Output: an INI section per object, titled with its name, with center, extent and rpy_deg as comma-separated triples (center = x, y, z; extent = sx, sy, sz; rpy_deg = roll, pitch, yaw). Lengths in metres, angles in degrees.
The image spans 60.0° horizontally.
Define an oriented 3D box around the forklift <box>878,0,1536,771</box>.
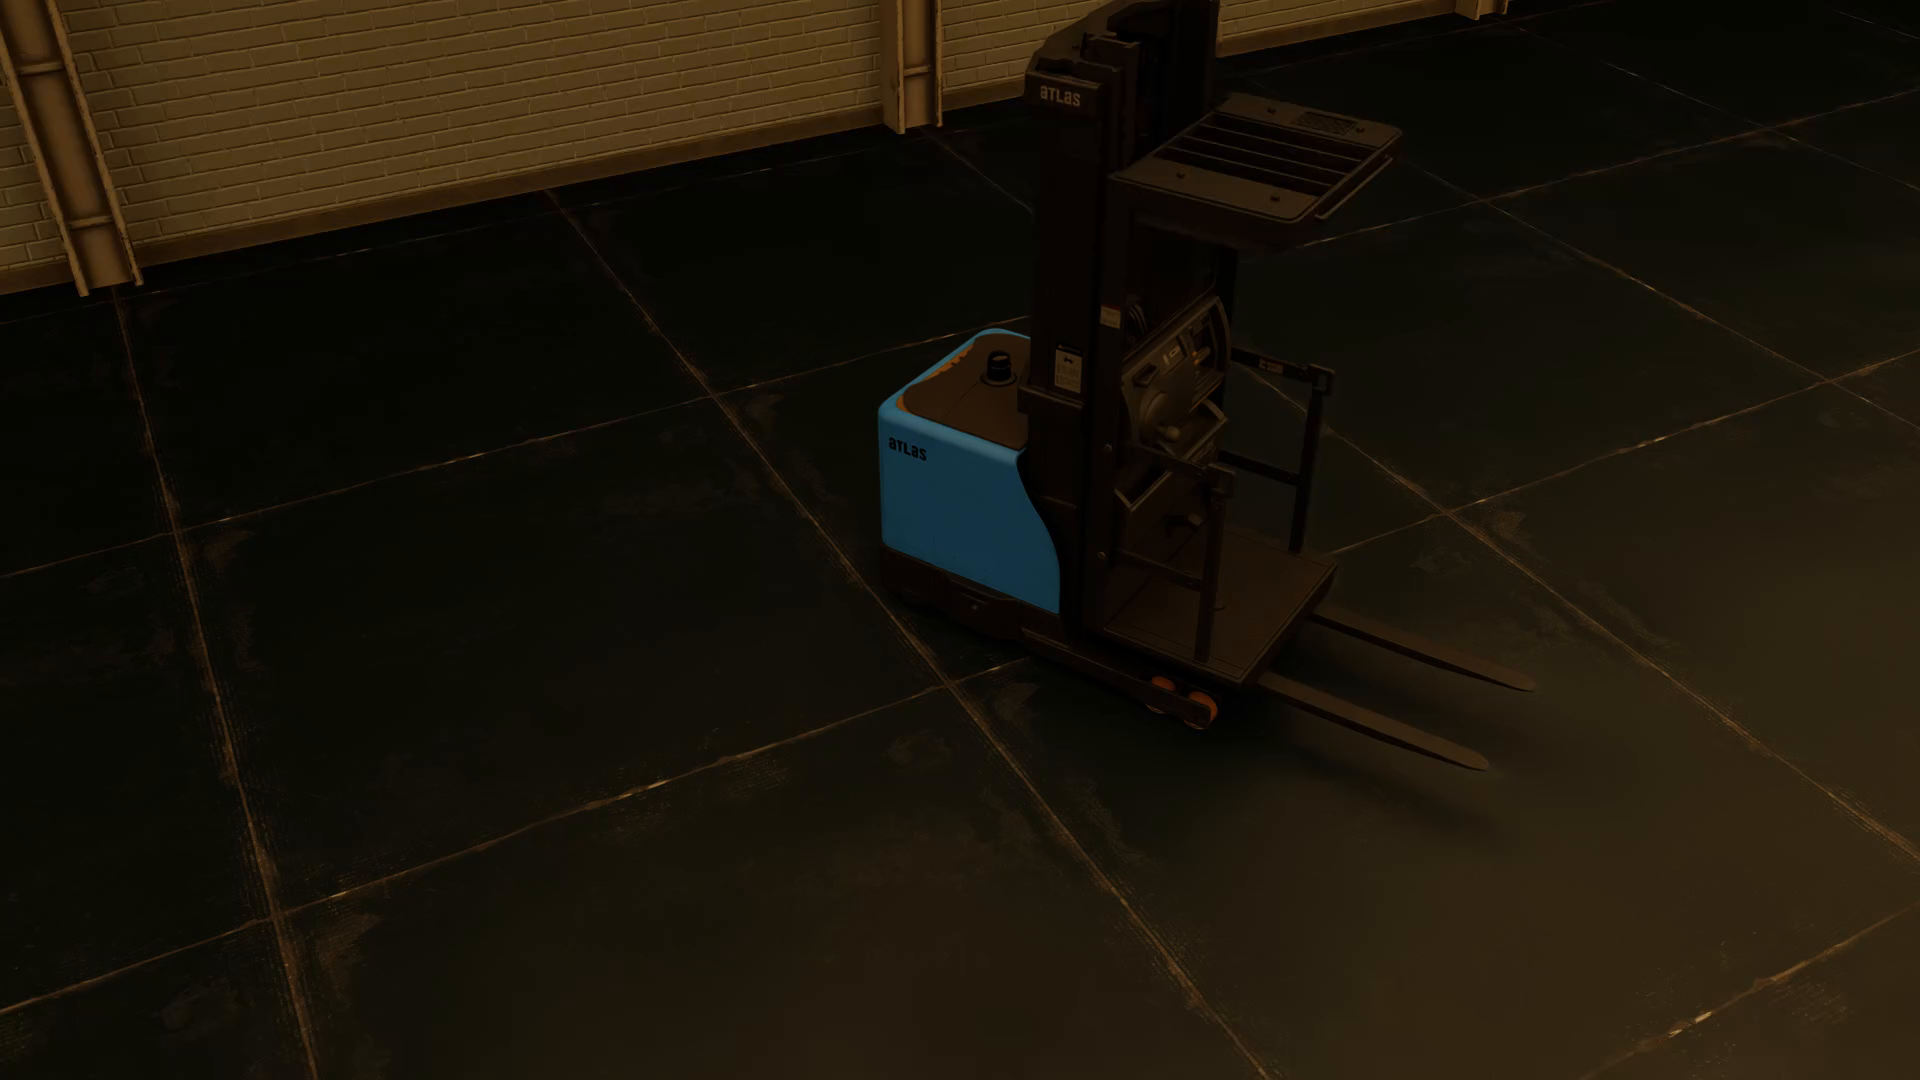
[forklift]
center = 1.111, -0.700, 7.113
extent = 3.031, 2.935, 1.130
rpy_deg = 21, 40, 27
